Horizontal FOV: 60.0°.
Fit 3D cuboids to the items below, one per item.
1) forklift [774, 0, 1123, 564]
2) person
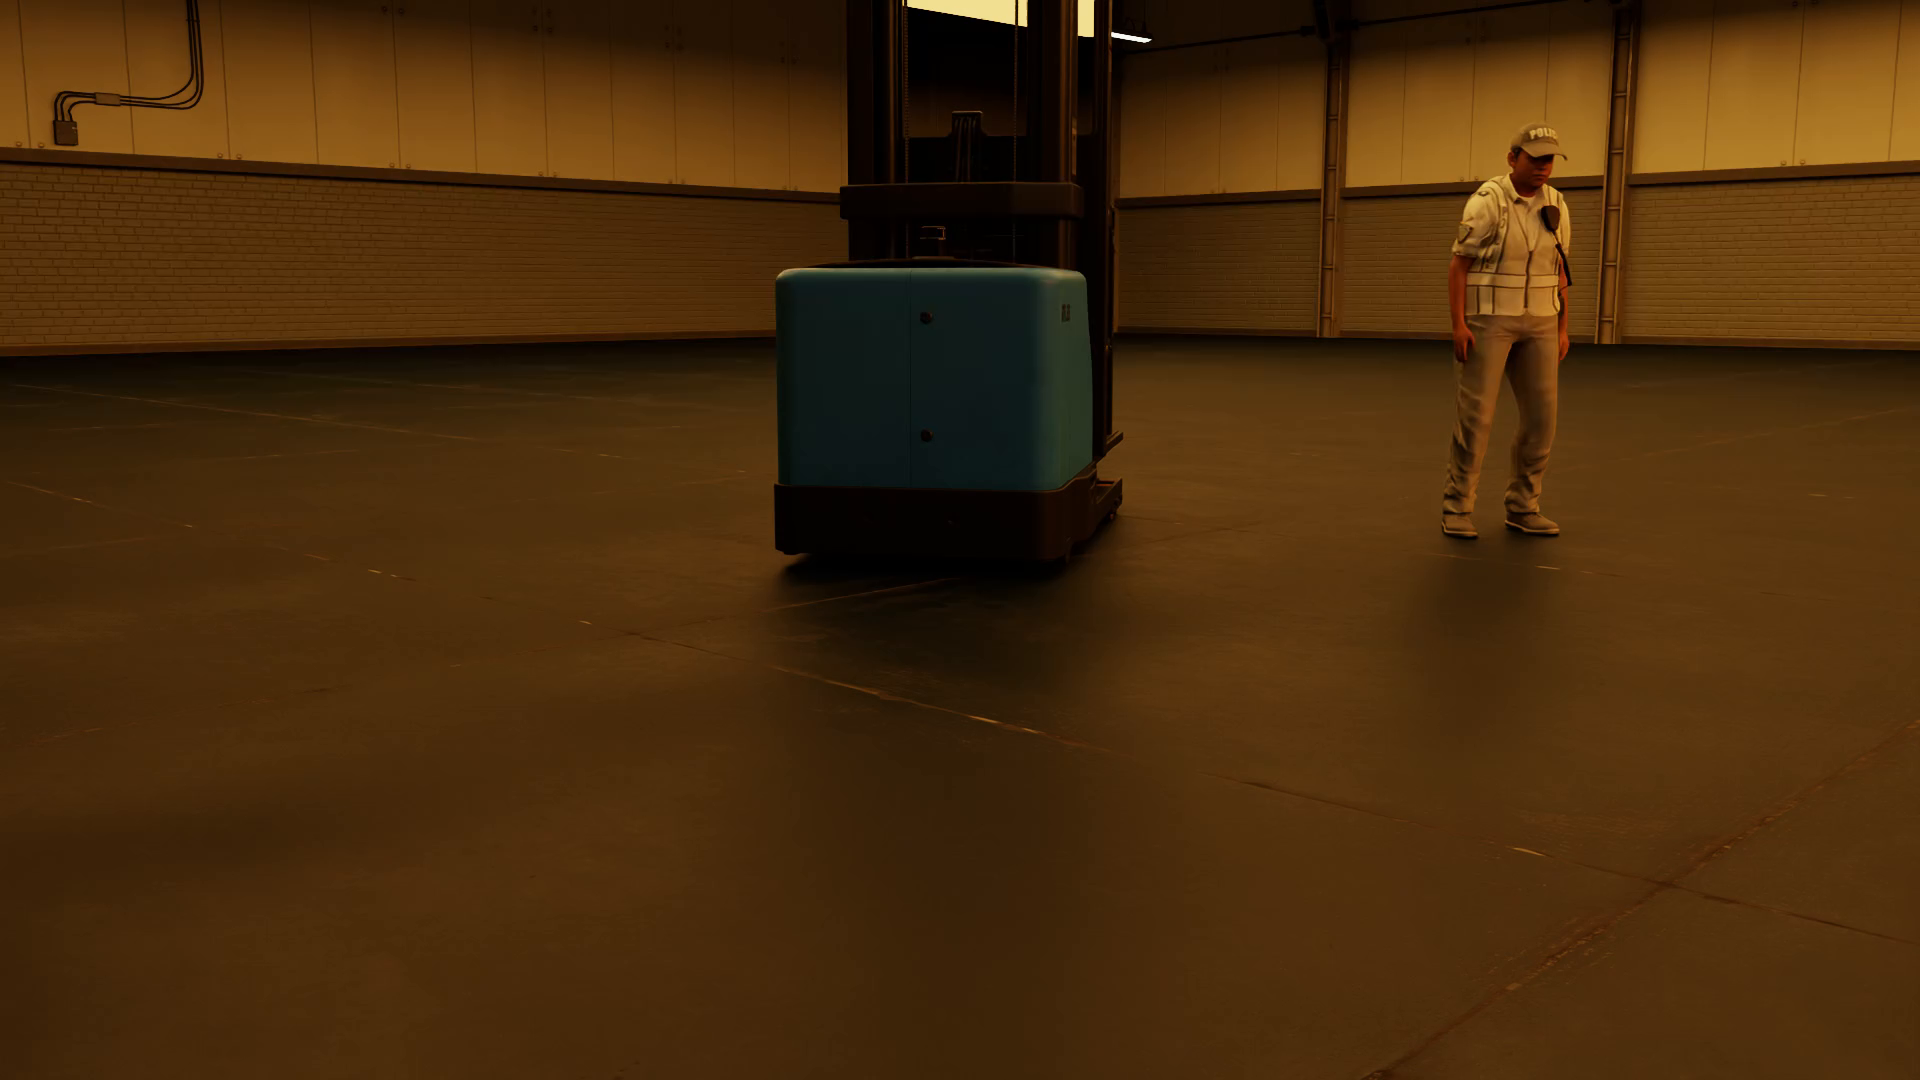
[{"bbox_3d":[0.124,-1.541,7.110,1.130,2.935,3.031,2,9,11],"label":"forklift"},{"bbox_3d":[2.253,-0.856,6.818,0.550,1.664,0.470,-1,9,-10],"label":"person"}]
